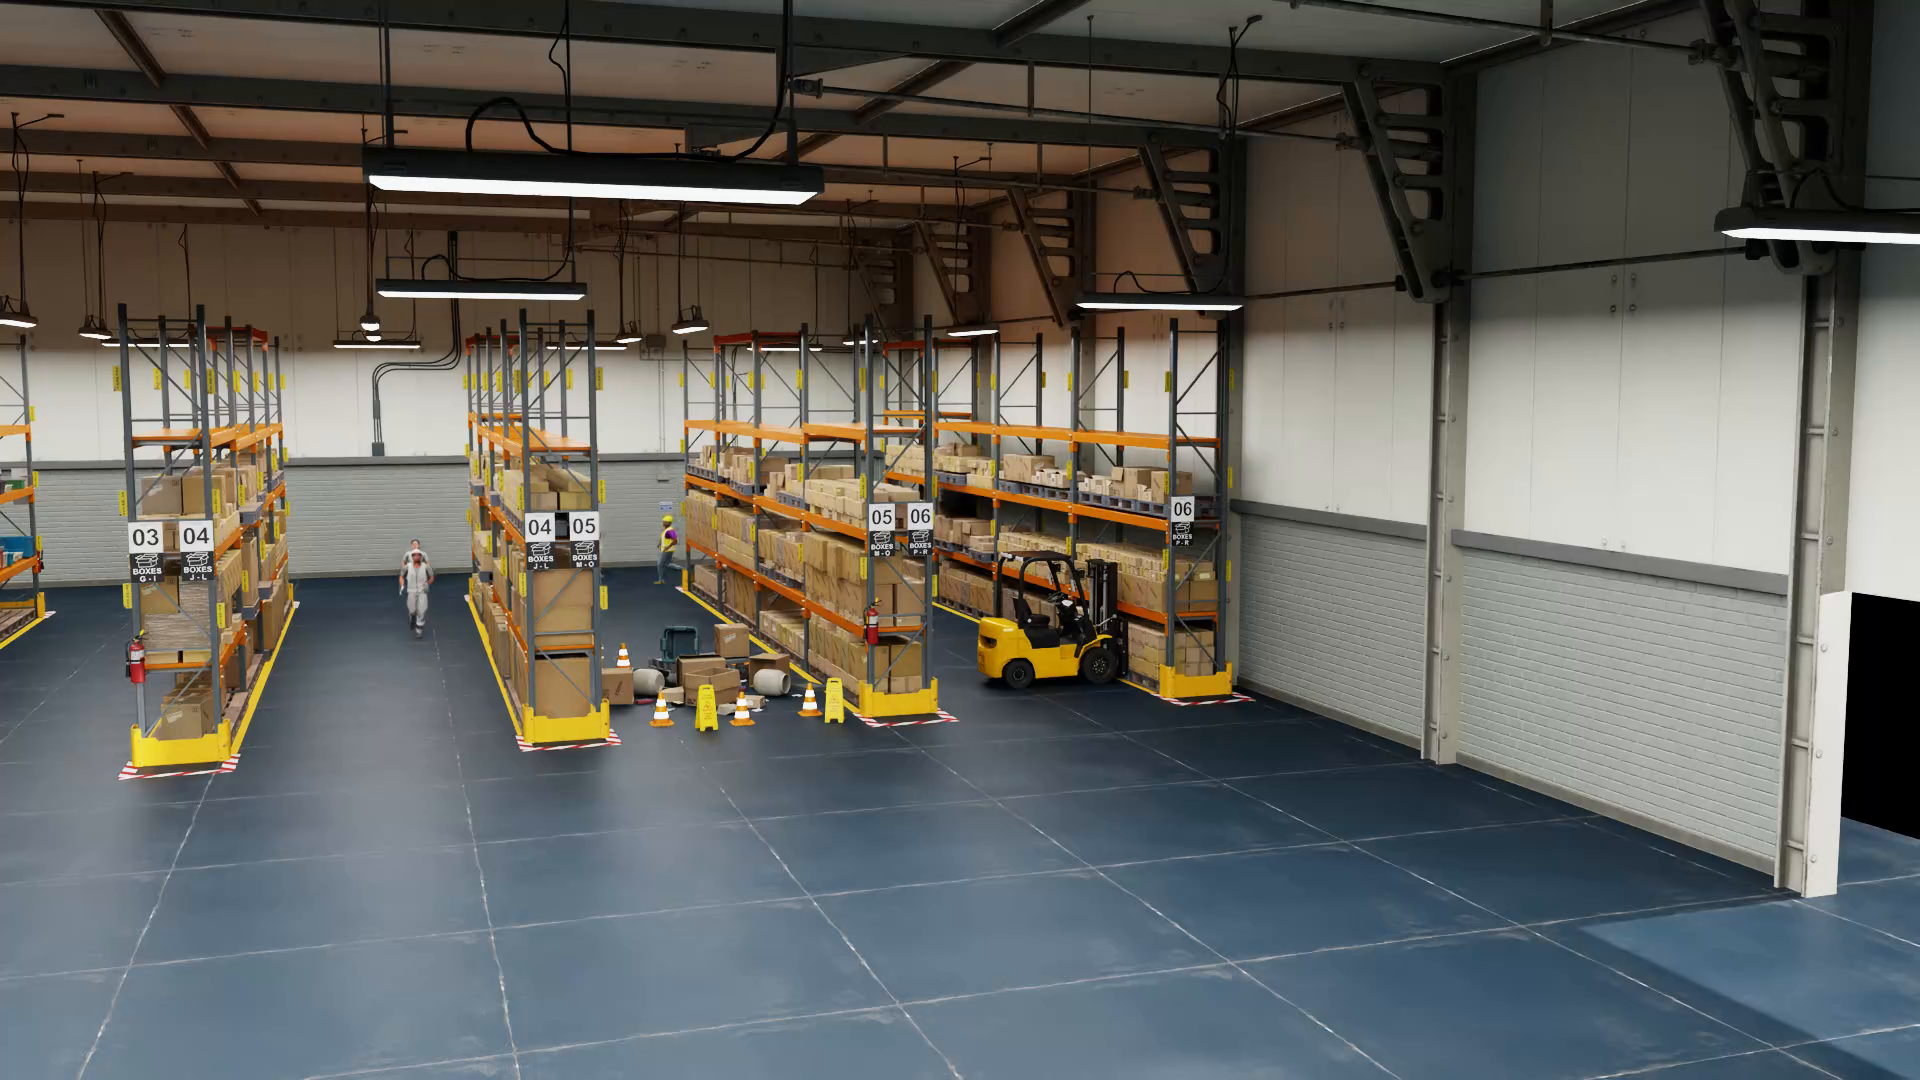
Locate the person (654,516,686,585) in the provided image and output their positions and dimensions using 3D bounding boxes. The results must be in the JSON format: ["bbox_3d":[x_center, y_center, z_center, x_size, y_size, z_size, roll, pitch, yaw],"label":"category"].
[{"bbox_3d":[-7.174,0.257,41.149,0.825,1.727,0.706,-1,6,-12],"label":"person"}]

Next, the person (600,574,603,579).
[{"bbox_3d":[-9.112,0.282,40.477,0.774,1.760,0.706,-2,6,-17],"label":"person"}]

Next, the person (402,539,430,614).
[{"bbox_3d":[-11.675,0.797,35.709,0.571,1.638,0.569,-2,6,-19],"label":"person"}]

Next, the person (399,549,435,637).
[{"bbox_3d":[-10.663,1.043,32.688,0.664,1.739,0.590,-2,6,-18],"label":"person"}]
